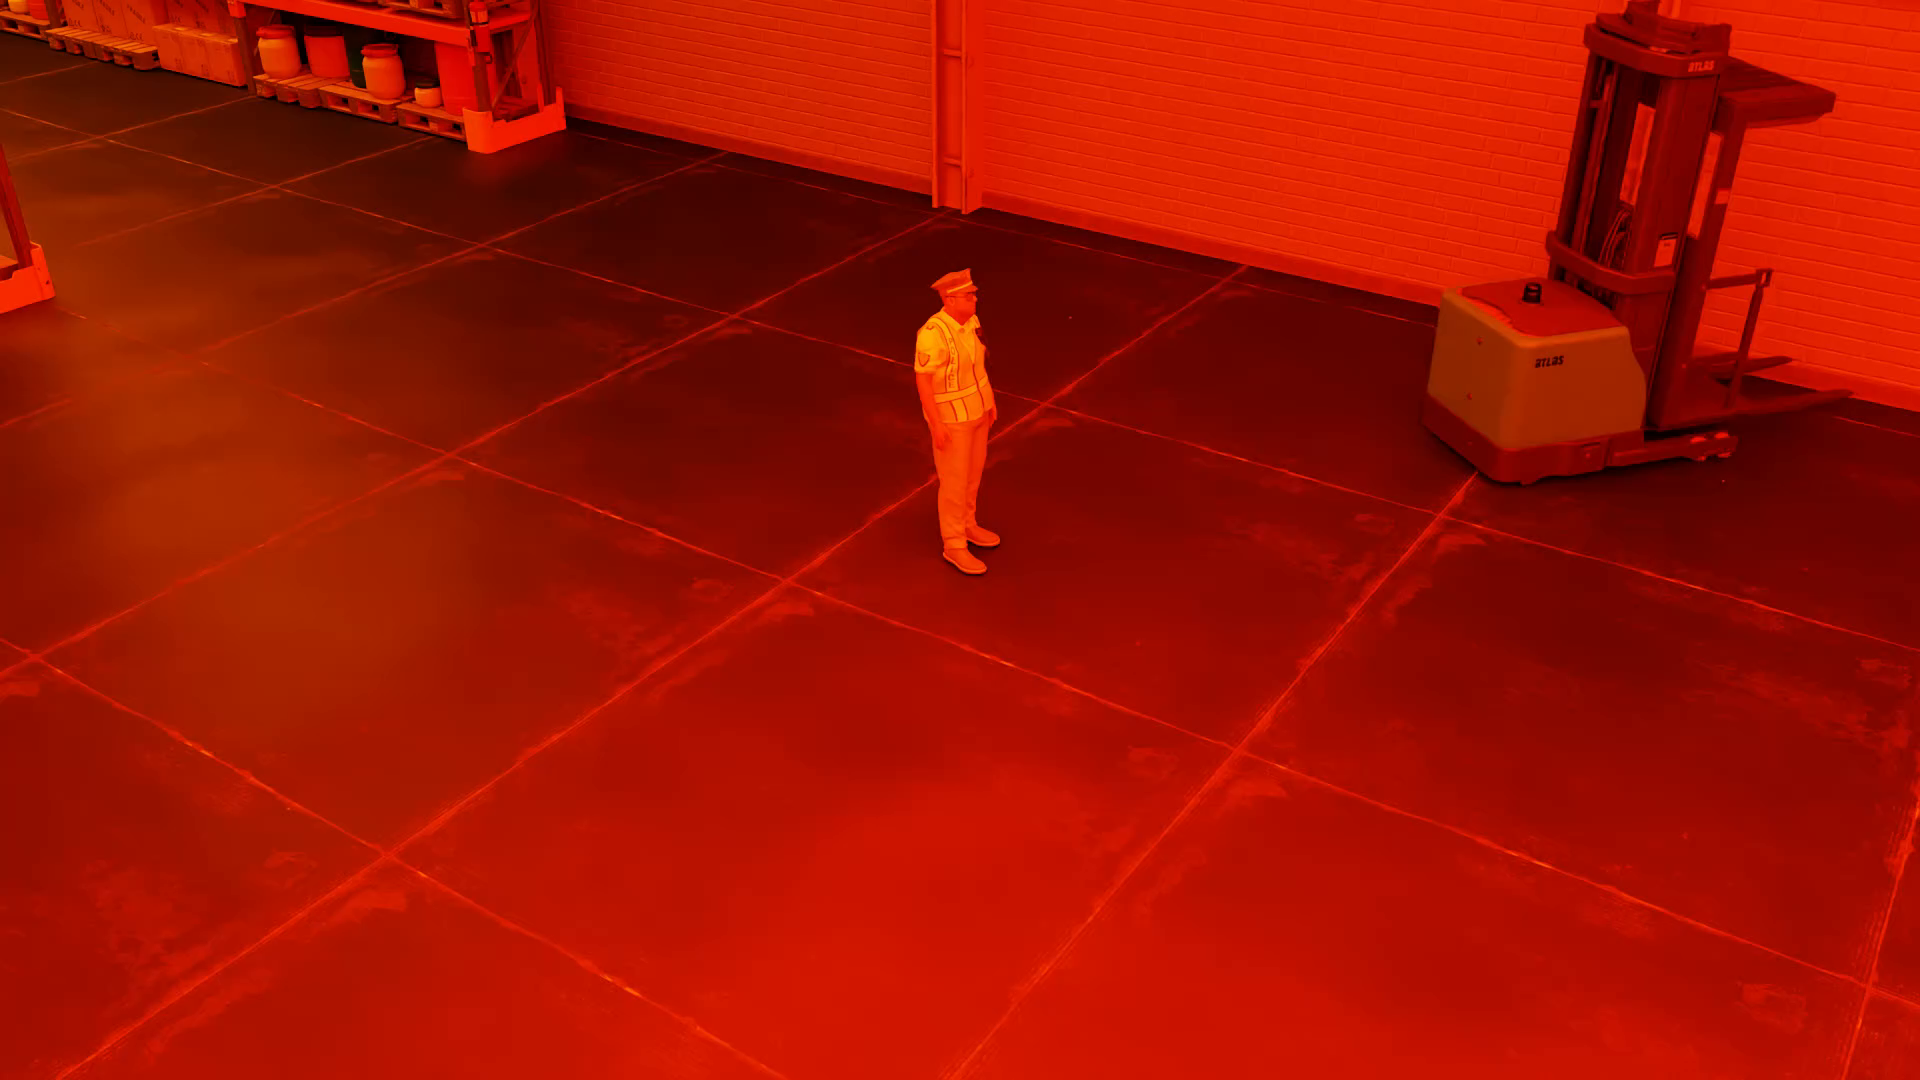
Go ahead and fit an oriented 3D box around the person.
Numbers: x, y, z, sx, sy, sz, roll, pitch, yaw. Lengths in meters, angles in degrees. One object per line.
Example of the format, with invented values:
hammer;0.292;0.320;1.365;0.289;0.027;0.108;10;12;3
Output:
person;0.057;-0.750;10.003;0.575;1.781;0.640;19;35;29

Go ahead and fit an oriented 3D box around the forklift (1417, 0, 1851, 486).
forklift;4.816;-2.049;11.110;3.031;2.935;1.130;-9;31;-15
